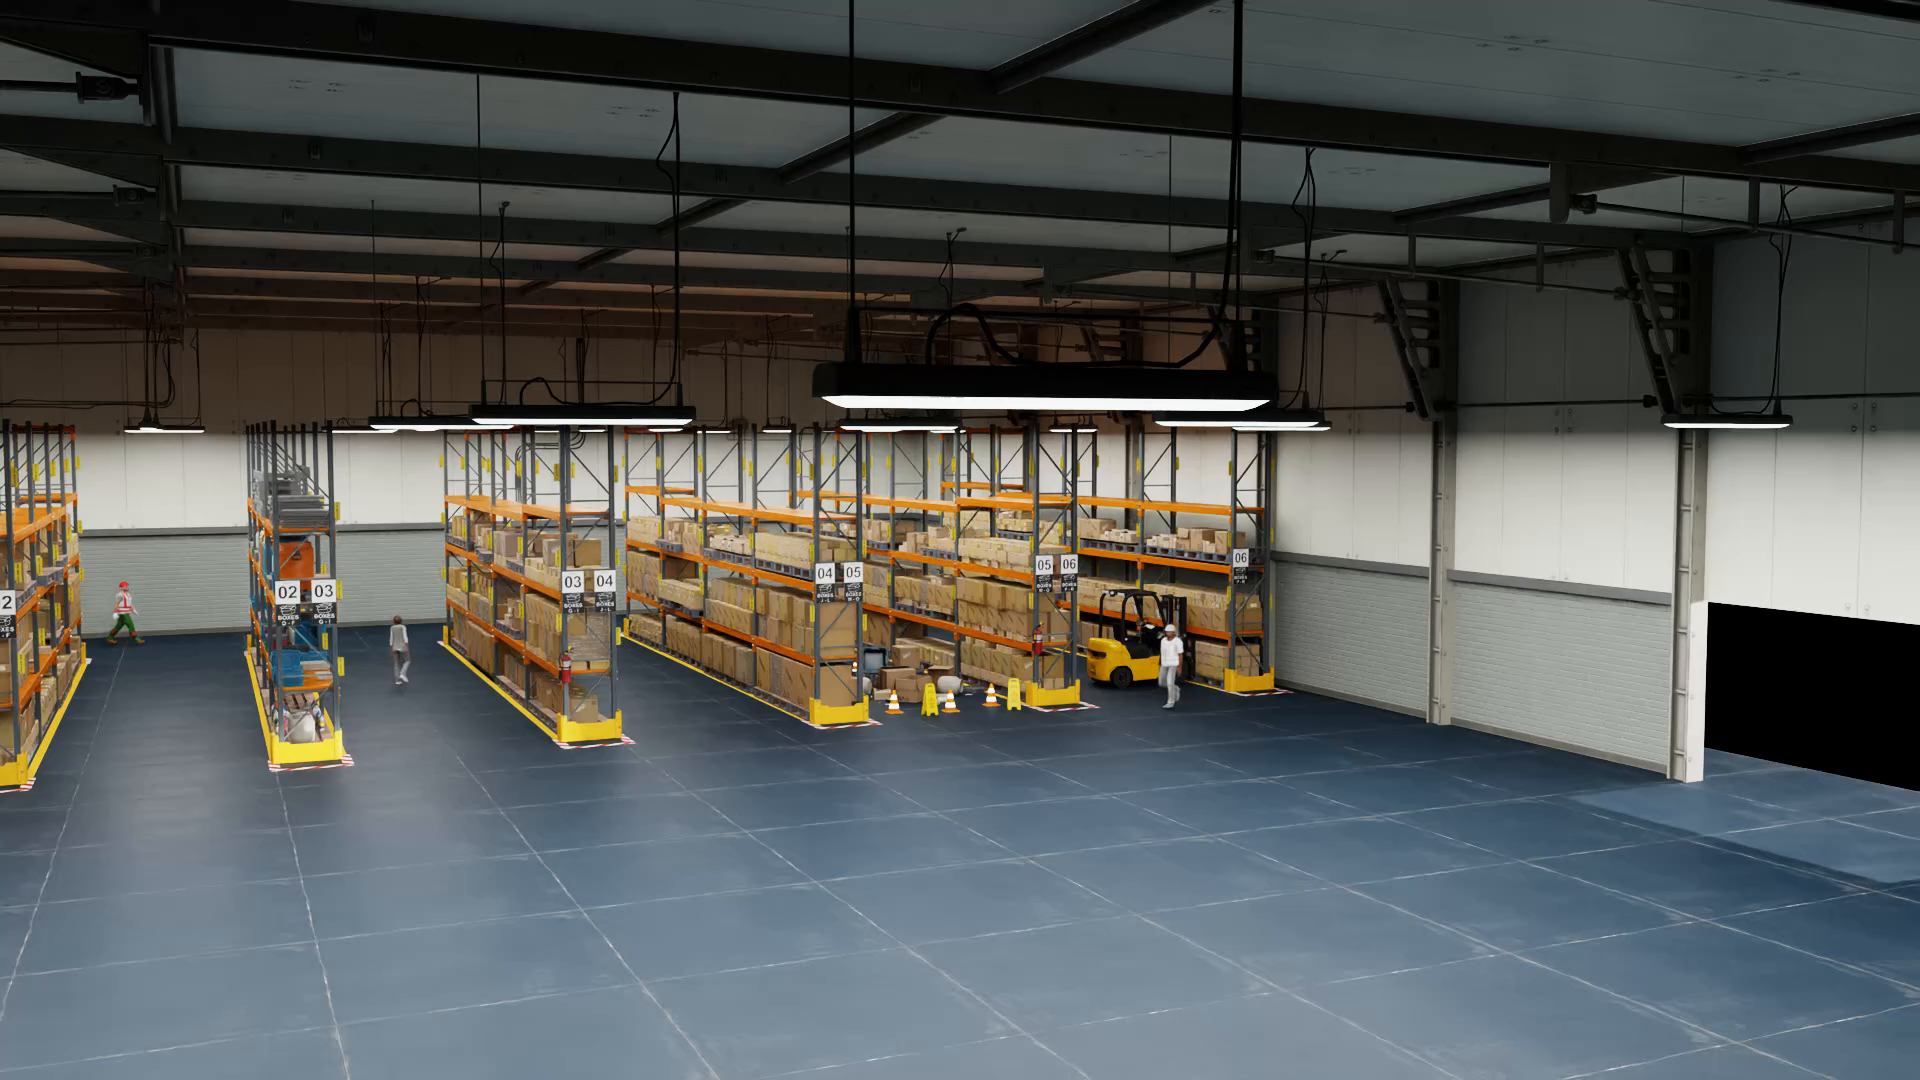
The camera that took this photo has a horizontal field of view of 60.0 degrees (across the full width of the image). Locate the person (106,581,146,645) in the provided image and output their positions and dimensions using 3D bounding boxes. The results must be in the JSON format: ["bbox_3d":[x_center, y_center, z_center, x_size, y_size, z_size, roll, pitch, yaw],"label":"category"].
[{"bbox_3d":[-22.856,2.002,45.554,1.082,1.746,0.538,-1,4,-9],"label":"person"}]

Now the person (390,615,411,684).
[{"bbox_3d":[-12.929,2.536,38.327,0.448,1.584,0.439,0,4,5],"label":"person"}]

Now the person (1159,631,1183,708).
[{"bbox_3d":[4.477,2.661,35.128,0.671,1.721,0.621,-3,5,-39],"label":"person"}]
